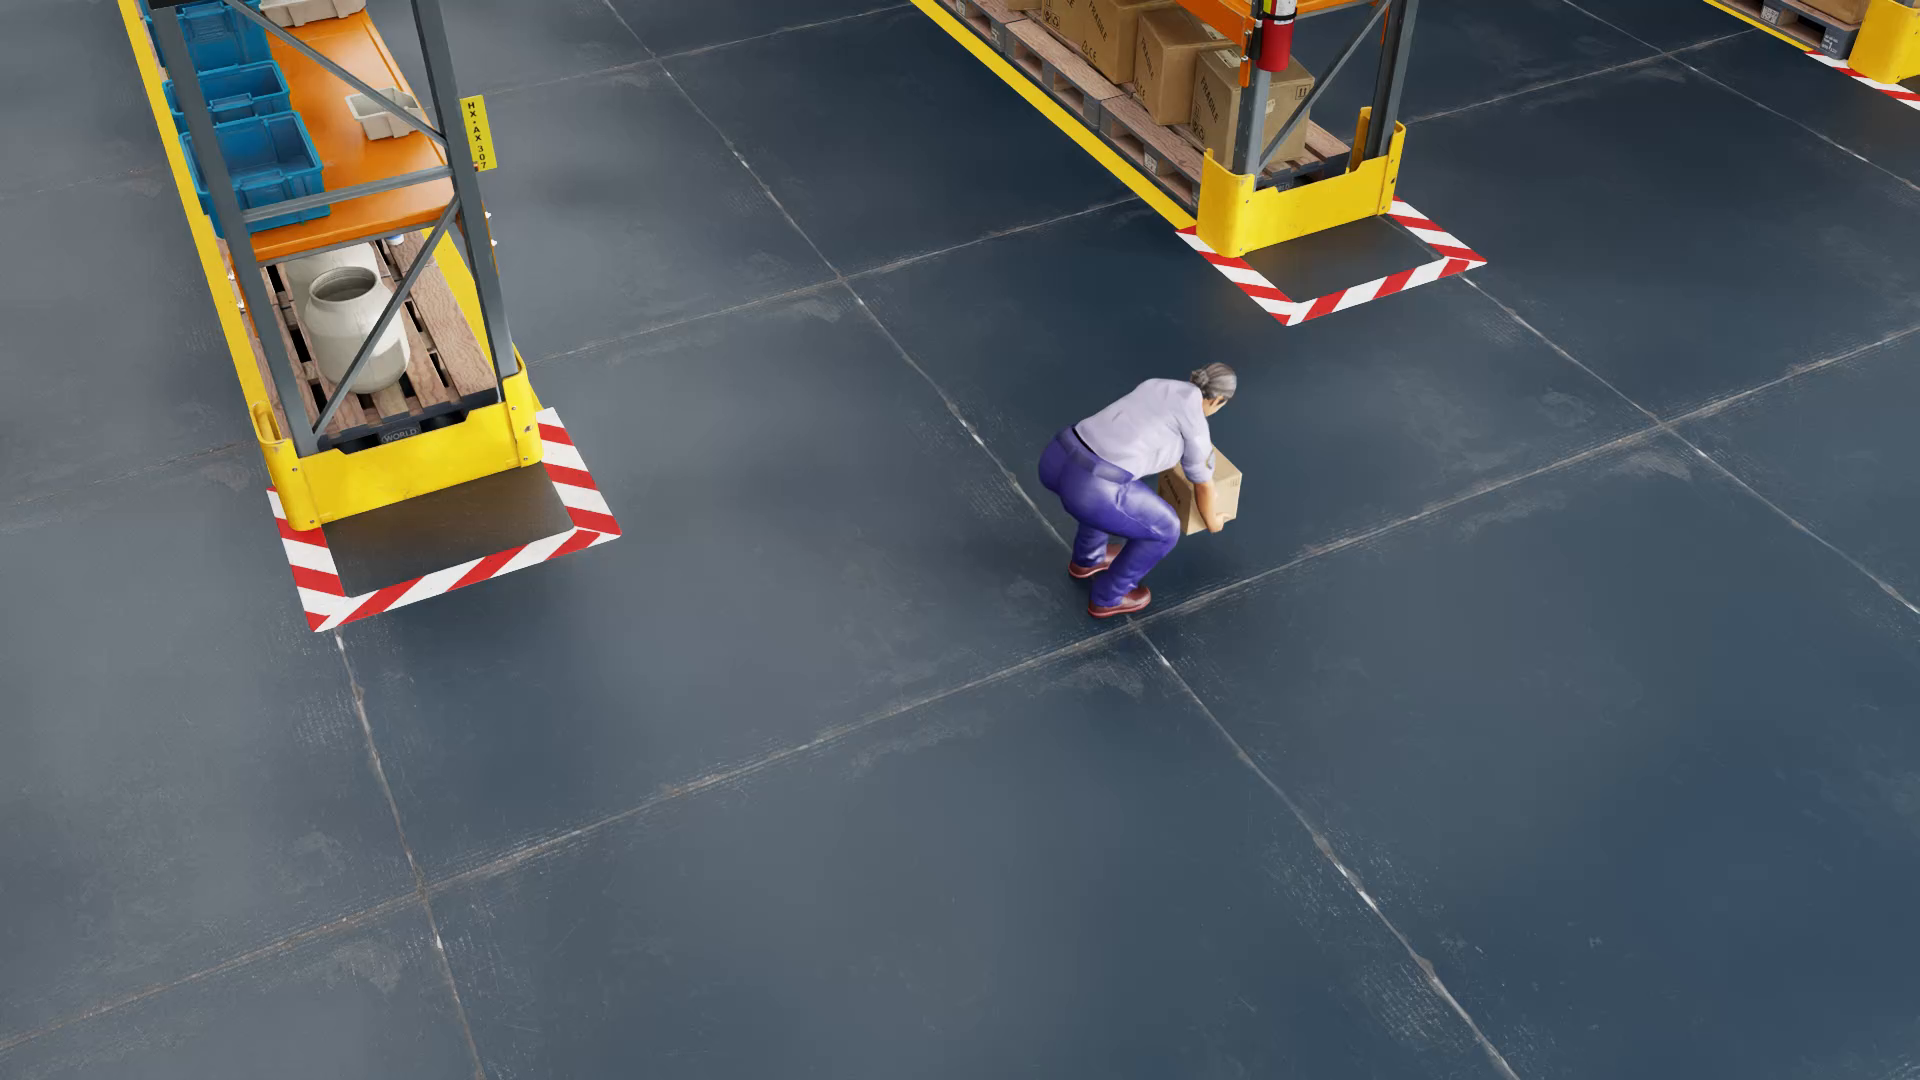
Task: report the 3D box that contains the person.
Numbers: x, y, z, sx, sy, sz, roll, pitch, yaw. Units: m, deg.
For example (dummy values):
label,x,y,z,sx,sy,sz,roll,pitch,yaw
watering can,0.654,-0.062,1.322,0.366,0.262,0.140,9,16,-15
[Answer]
label,x,y,z,sx,sy,sz,roll,pitch,yaw
person,0.749,-0.213,6.913,0.892,0.987,0.505,-21,46,-22
